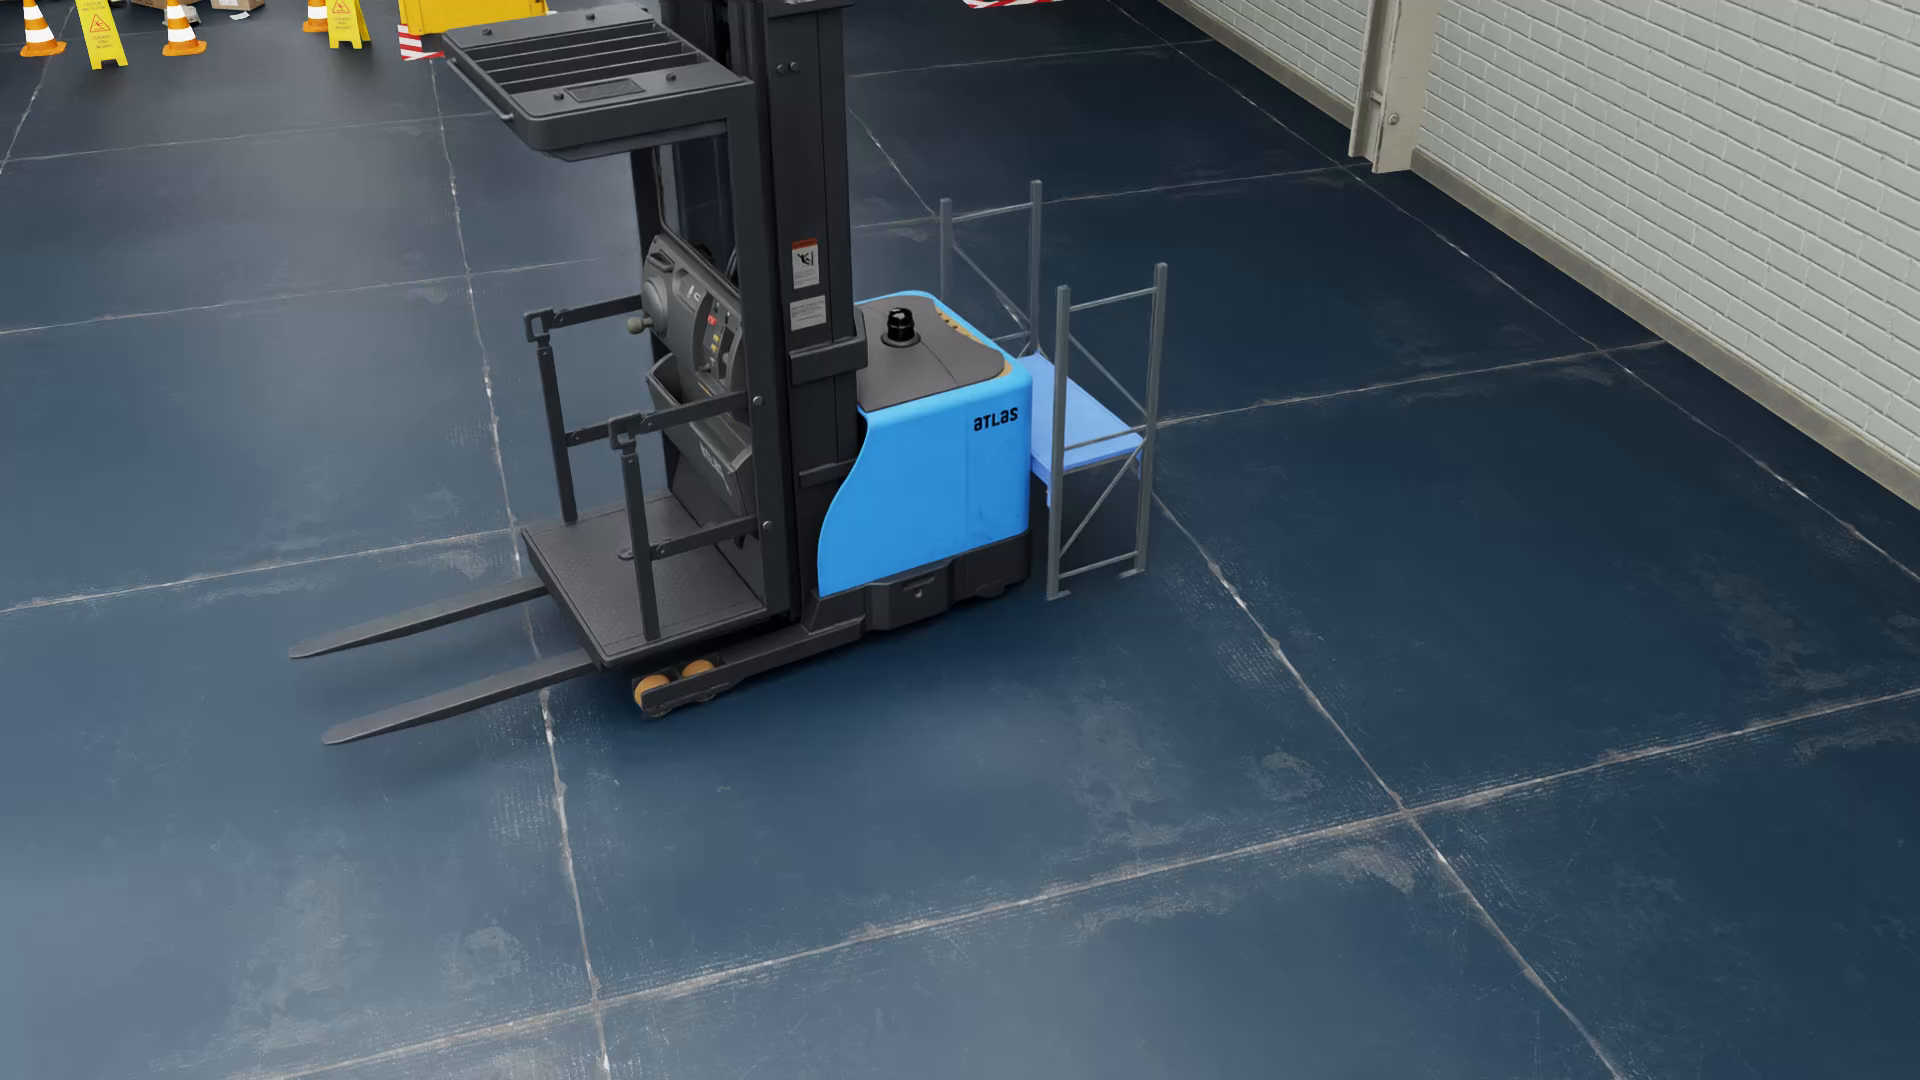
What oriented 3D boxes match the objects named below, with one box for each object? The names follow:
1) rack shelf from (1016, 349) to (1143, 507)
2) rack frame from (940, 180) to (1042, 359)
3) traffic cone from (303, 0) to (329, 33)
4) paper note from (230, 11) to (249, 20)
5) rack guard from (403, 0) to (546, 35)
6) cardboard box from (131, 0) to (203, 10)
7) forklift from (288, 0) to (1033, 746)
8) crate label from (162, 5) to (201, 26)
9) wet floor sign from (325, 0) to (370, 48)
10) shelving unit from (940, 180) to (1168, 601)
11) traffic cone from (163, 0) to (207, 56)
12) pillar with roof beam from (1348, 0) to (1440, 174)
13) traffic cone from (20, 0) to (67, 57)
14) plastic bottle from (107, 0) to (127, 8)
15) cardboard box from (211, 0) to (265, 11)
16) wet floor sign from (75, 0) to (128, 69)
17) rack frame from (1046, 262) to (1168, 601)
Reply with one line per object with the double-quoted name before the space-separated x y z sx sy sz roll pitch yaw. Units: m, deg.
"rack shelf" 0.375 -0.525 7.510 0.538 0.185 1.000 -16 37 -23
"rack frame" 0.140 -0.924 7.787 0.500 1.500 0.032 -16 37 -23
"traffic cone" -5.572 -4.691 14.429 0.336 0.463 0.334 -10 35 -15
"paper note" -6.396 -4.663 14.779 0.148 0.019 0.142 -23 40 -31
"rack guard" -4.235 -4.737 14.466 1.175 0.500 0.348 -10 35 -15
"cardboard box" -7.159 -5.195 15.156 0.637 0.503 0.797 19 38 26
"forklift" -1.220 -0.847 6.374 3.031 2.935 1.130 -17 37 -24
"crate label" -6.824 -4.592 14.575 0.298 0.136 0.250 27 42 34
"wet floor sign" -5.173 -4.478 13.942 0.267 0.644 0.232 1 33 2
"shelving unit" 0.375 -0.675 7.411 0.538 1.500 1.048 -16 37 -23
"traffic cone" -6.525 -4.325 13.876 0.336 0.463 0.334 -10 35 -15
"pillar with roof beam" -1.110 -5.723 8.248 9.100 9.000 0.400 -10 35 -15
"traffic cone" -7.705 -4.314 13.859 0.336 0.463 0.334 -10 35 -15
"plastic bottle" -7.682 -4.905 15.117 0.133 0.061 0.283 -23 40 -31
"cardboard box" -6.536 -4.899 15.029 0.380 0.149 0.250 7 34 10
"wet floor sign" -7.001 -4.190 13.506 0.267 0.644 0.232 -16 37 -23
"rack frame" 0.611 -0.427 7.035 0.500 1.500 0.032 -16 37 -23
